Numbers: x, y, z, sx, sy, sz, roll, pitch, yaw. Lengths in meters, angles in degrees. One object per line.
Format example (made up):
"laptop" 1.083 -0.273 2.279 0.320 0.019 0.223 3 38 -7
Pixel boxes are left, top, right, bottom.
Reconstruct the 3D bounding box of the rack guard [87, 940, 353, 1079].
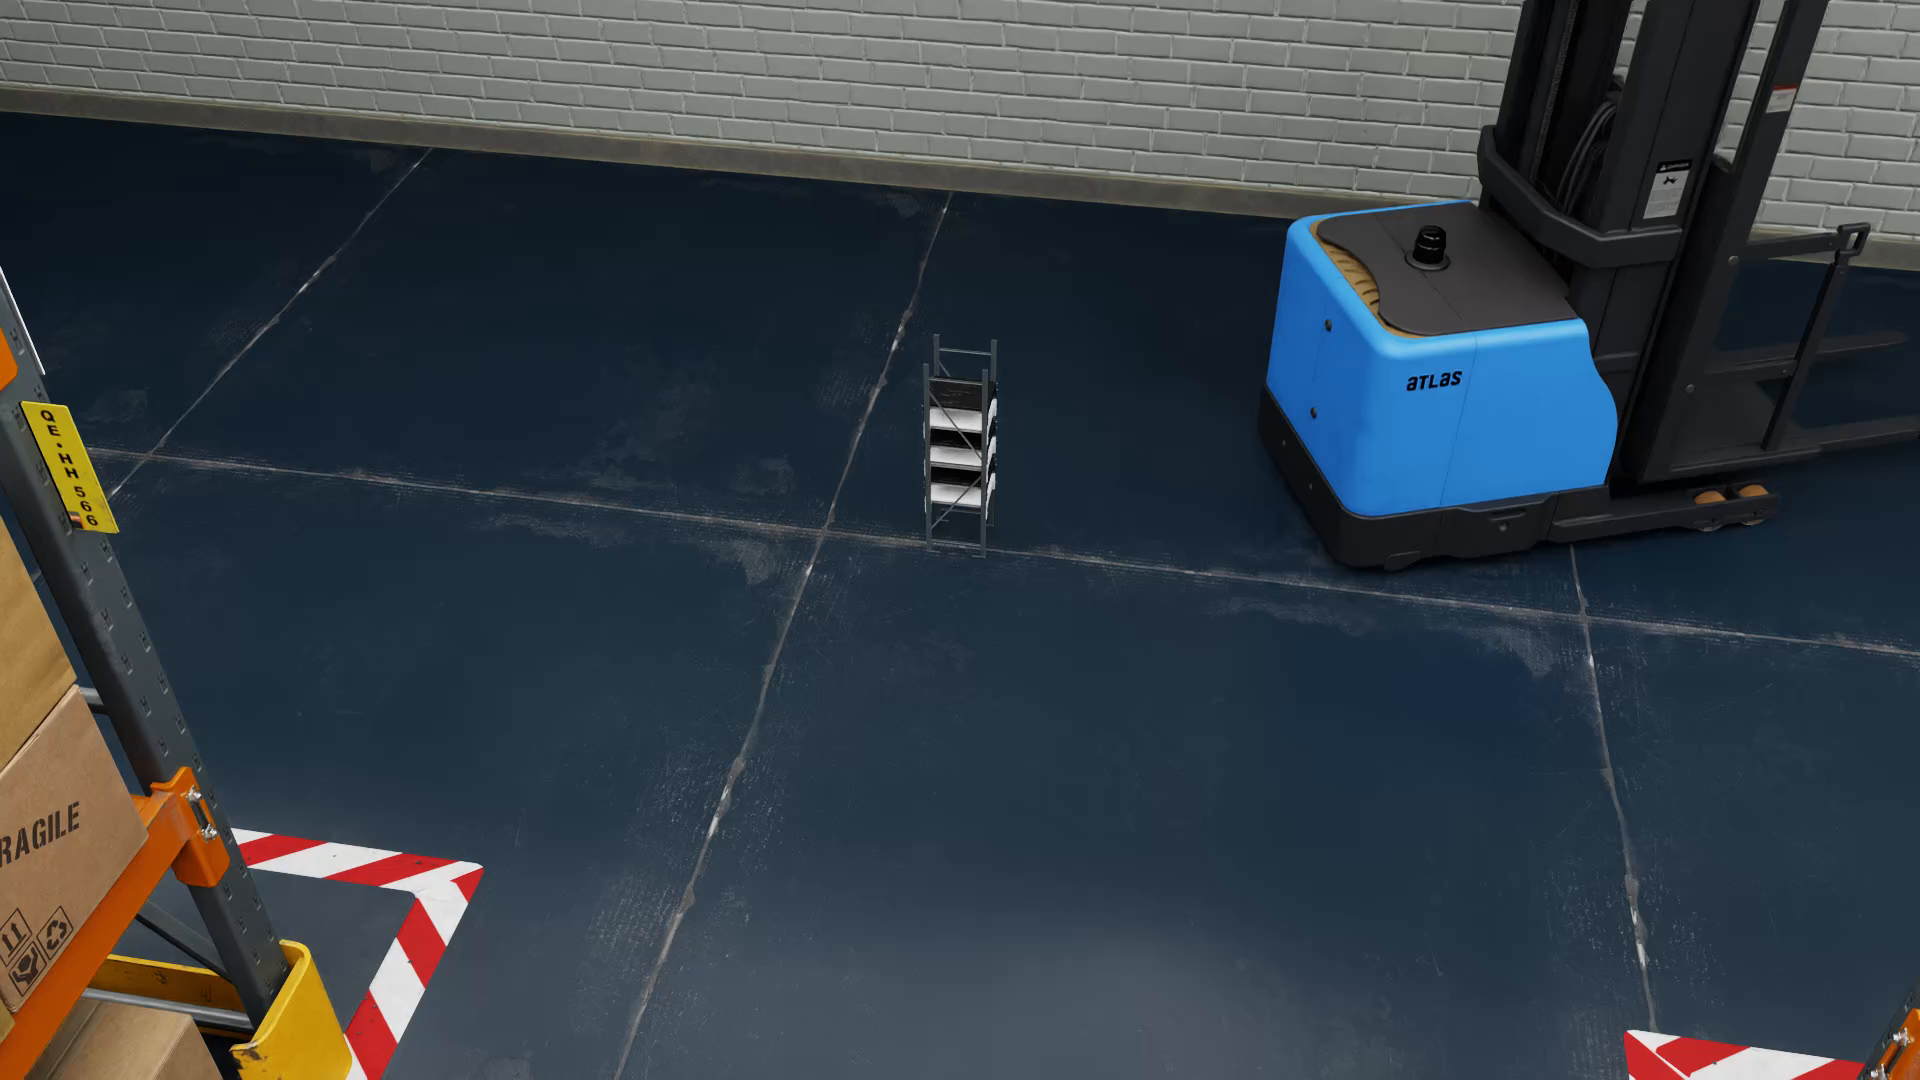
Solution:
"rack guard" -2.382 1.360 4.713 1.175 0.500 0.348 6 40 8

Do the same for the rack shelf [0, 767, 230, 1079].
"rack shelf" -2.714 1.881 2.685 1.077 0.370 4.000 6 40 8

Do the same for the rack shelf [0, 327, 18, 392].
"rack shelf" -2.714 0.725 1.729 1.077 0.370 4.000 6 40 8

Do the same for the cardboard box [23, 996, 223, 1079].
"cardboard box" -2.220 1.511 4.184 0.500 0.500 0.500 6 40 8

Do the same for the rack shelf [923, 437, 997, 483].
"rack shelf" 0.001 -0.326 6.491 0.258 0.077 0.200 6 40 8

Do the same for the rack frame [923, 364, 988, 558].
"rack frame" -0.016 -0.288 6.392 0.240 0.900 0.006 6 40 8

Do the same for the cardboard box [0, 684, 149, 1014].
"cardboard box" -2.178 0.622 3.566 0.500 0.500 0.500 8 40 9

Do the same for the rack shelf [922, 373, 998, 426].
"rack shelf" 0.001 -0.534 6.319 0.258 0.077 0.200 6 40 8

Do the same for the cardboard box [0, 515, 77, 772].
"cardboard box" -2.175 0.235 3.249 0.500 0.500 0.500 6 40 7

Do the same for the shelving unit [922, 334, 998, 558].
"shelving unit" 0.001 -0.352 6.469 0.258 0.900 0.210 6 40 8

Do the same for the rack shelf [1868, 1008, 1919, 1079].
"rack shelf" 2.164 2.430 2.021 1.077 0.370 4.000 6 40 8

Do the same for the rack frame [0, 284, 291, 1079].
"rack frame" -2.368 0.349 3.974 1.000 3.000 0.127 6 40 8

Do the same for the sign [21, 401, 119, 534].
"sign" -1.825 -0.145 3.415 0.100 0.325 0.005 6 40 8

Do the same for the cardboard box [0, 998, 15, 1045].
"cardboard box" -2.264 0.948 3.171 0.500 0.500 0.500 7 40 8

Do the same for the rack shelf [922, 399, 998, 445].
"rack shelf" 0.001 -0.465 6.376 0.258 0.077 0.200 6 40 8

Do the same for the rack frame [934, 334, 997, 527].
"rack frame" 0.019 -0.416 6.547 0.240 0.900 0.006 6 40 8

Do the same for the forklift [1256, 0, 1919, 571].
"forklift" 2.860 -1.486 6.247 3.031 2.935 1.130 -8 40 -9

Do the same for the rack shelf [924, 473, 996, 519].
"rack shelf" 0.001 -0.187 6.605 0.258 0.077 0.200 6 40 8

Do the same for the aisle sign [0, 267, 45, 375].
"aisle sign" -2.055 -0.662 3.156 0.394 0.787 0.004 6 40 8

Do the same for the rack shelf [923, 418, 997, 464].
"rack shelf" 0.001 -0.396 6.433 0.258 0.077 0.200 6 40 8

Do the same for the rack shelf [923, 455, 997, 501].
"rack shelf" 0.001 -0.257 6.548 0.258 0.077 0.200 6 40 8
